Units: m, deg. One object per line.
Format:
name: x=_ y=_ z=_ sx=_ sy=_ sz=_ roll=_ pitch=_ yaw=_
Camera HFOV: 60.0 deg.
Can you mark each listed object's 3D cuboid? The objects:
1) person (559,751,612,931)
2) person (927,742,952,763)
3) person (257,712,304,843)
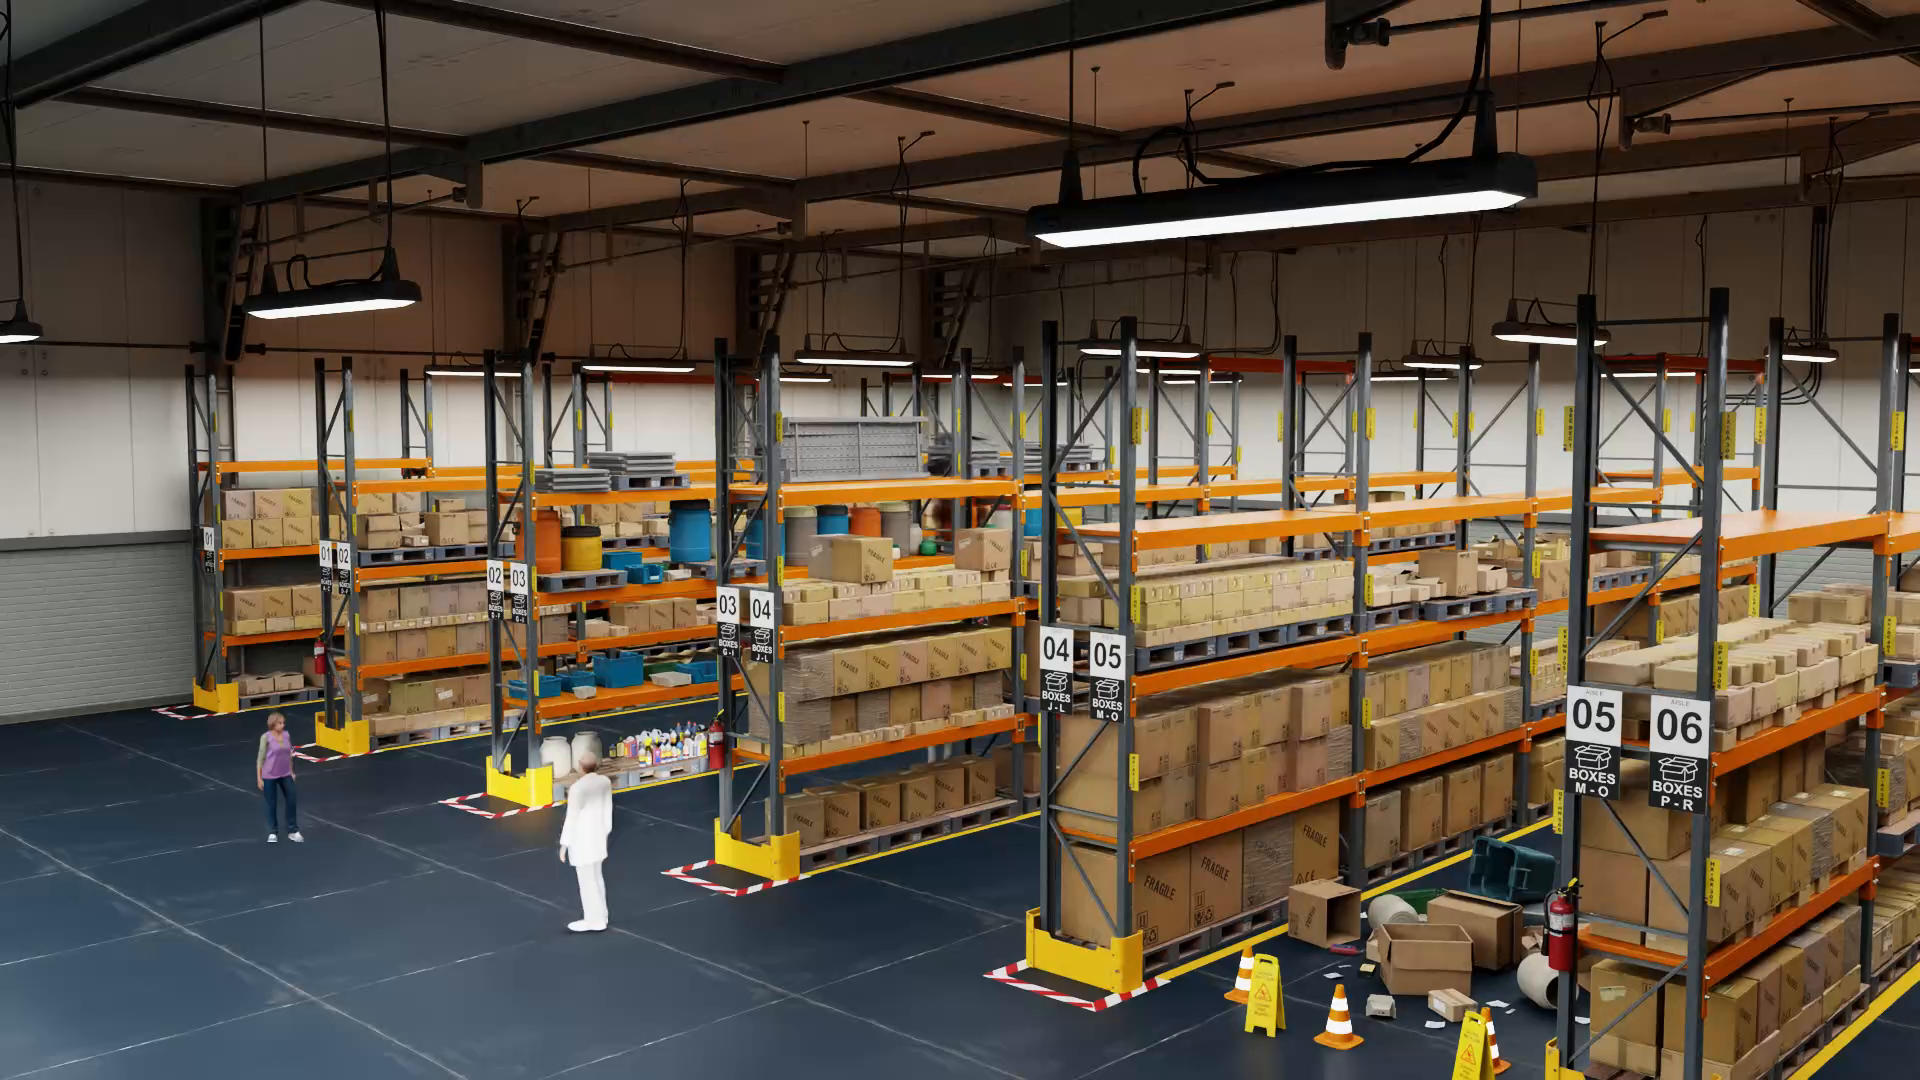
person: x=-3.715 y=3.015 z=16.617 sx=0.434 sy=1.820 sz=0.716 roll=2 pitch=5 yaw=21
person: x=-0.310 y=2.561 z=23.237 sx=0.560 sy=1.749 sz=0.519 roll=0 pitch=4 yaw=3
person: x=-8.196 y=2.876 z=19.971 sx=0.418 sy=1.571 sz=0.498 roll=4 pitch=6 yaw=40
